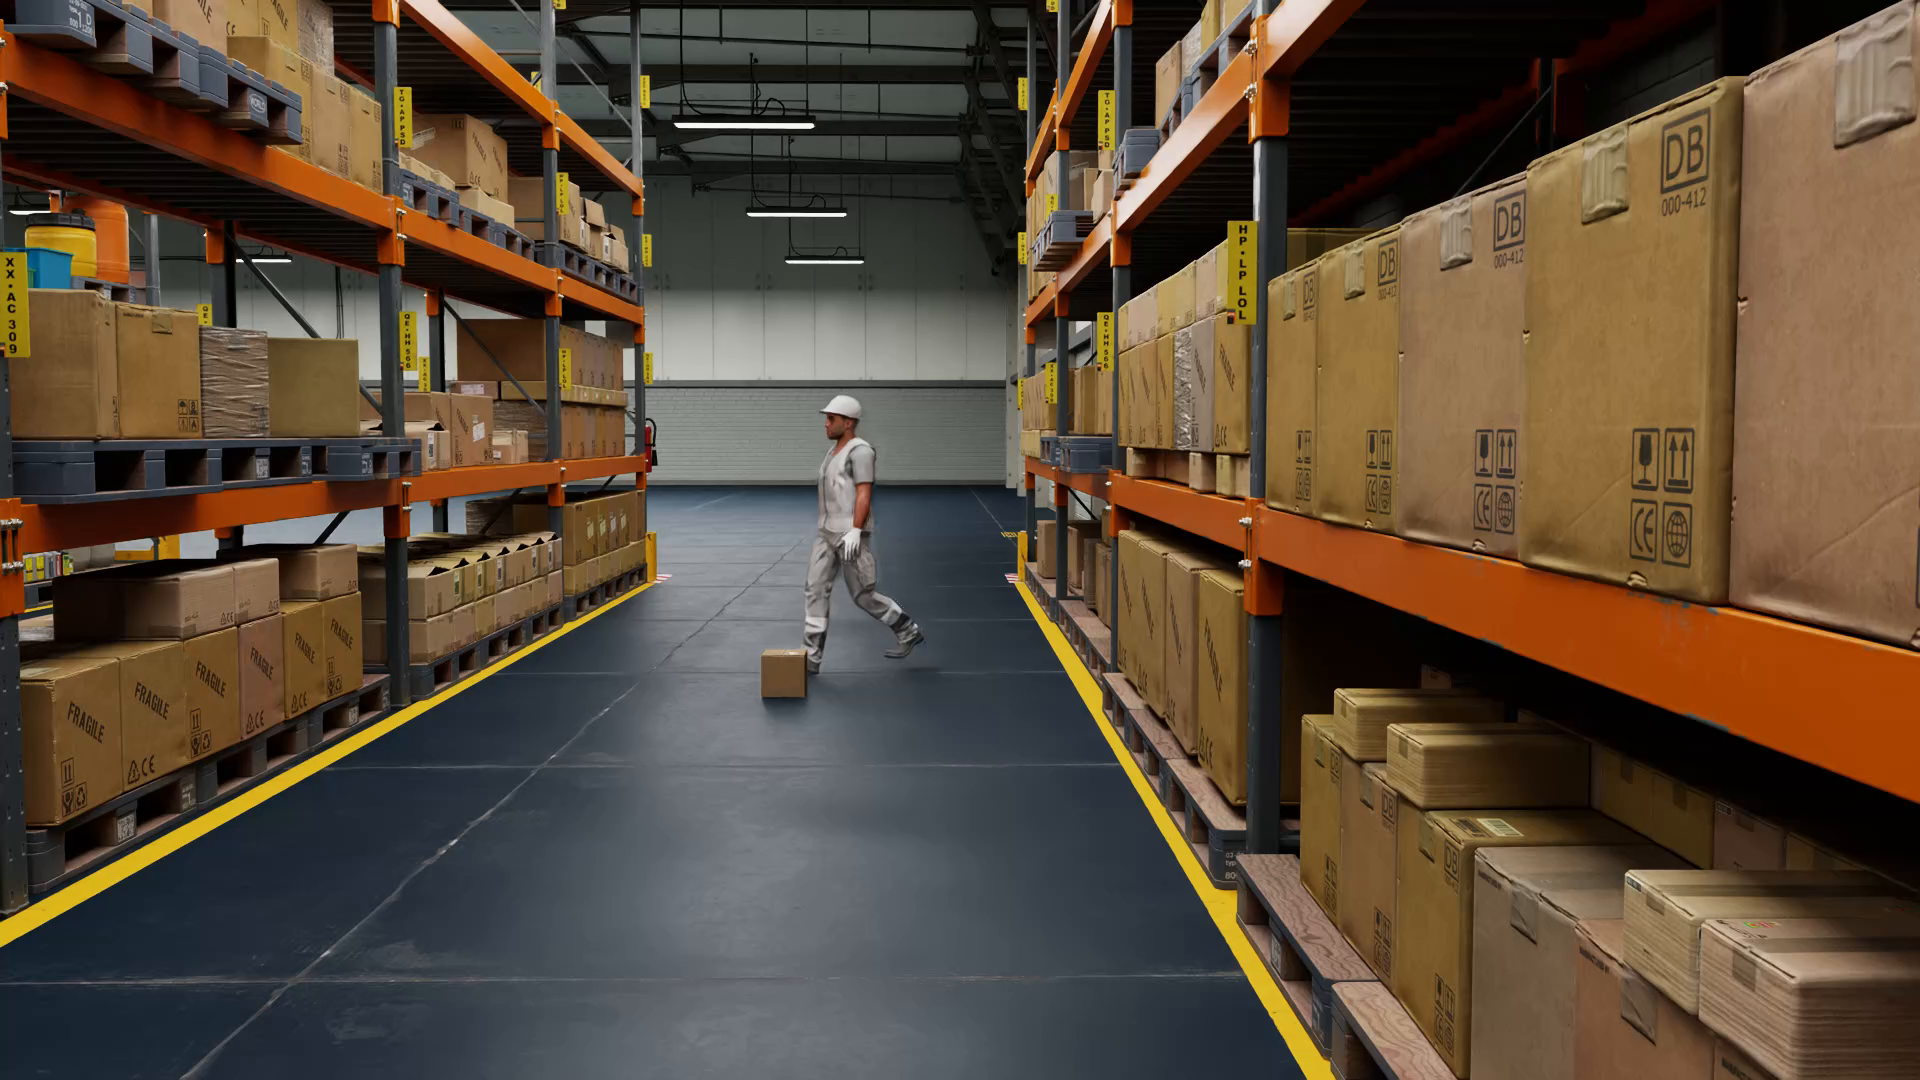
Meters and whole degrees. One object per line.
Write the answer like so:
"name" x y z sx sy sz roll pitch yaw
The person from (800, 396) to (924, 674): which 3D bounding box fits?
"person" -0.721 -0.034 10.589 0.988 1.765 0.650 -3 4 -34
